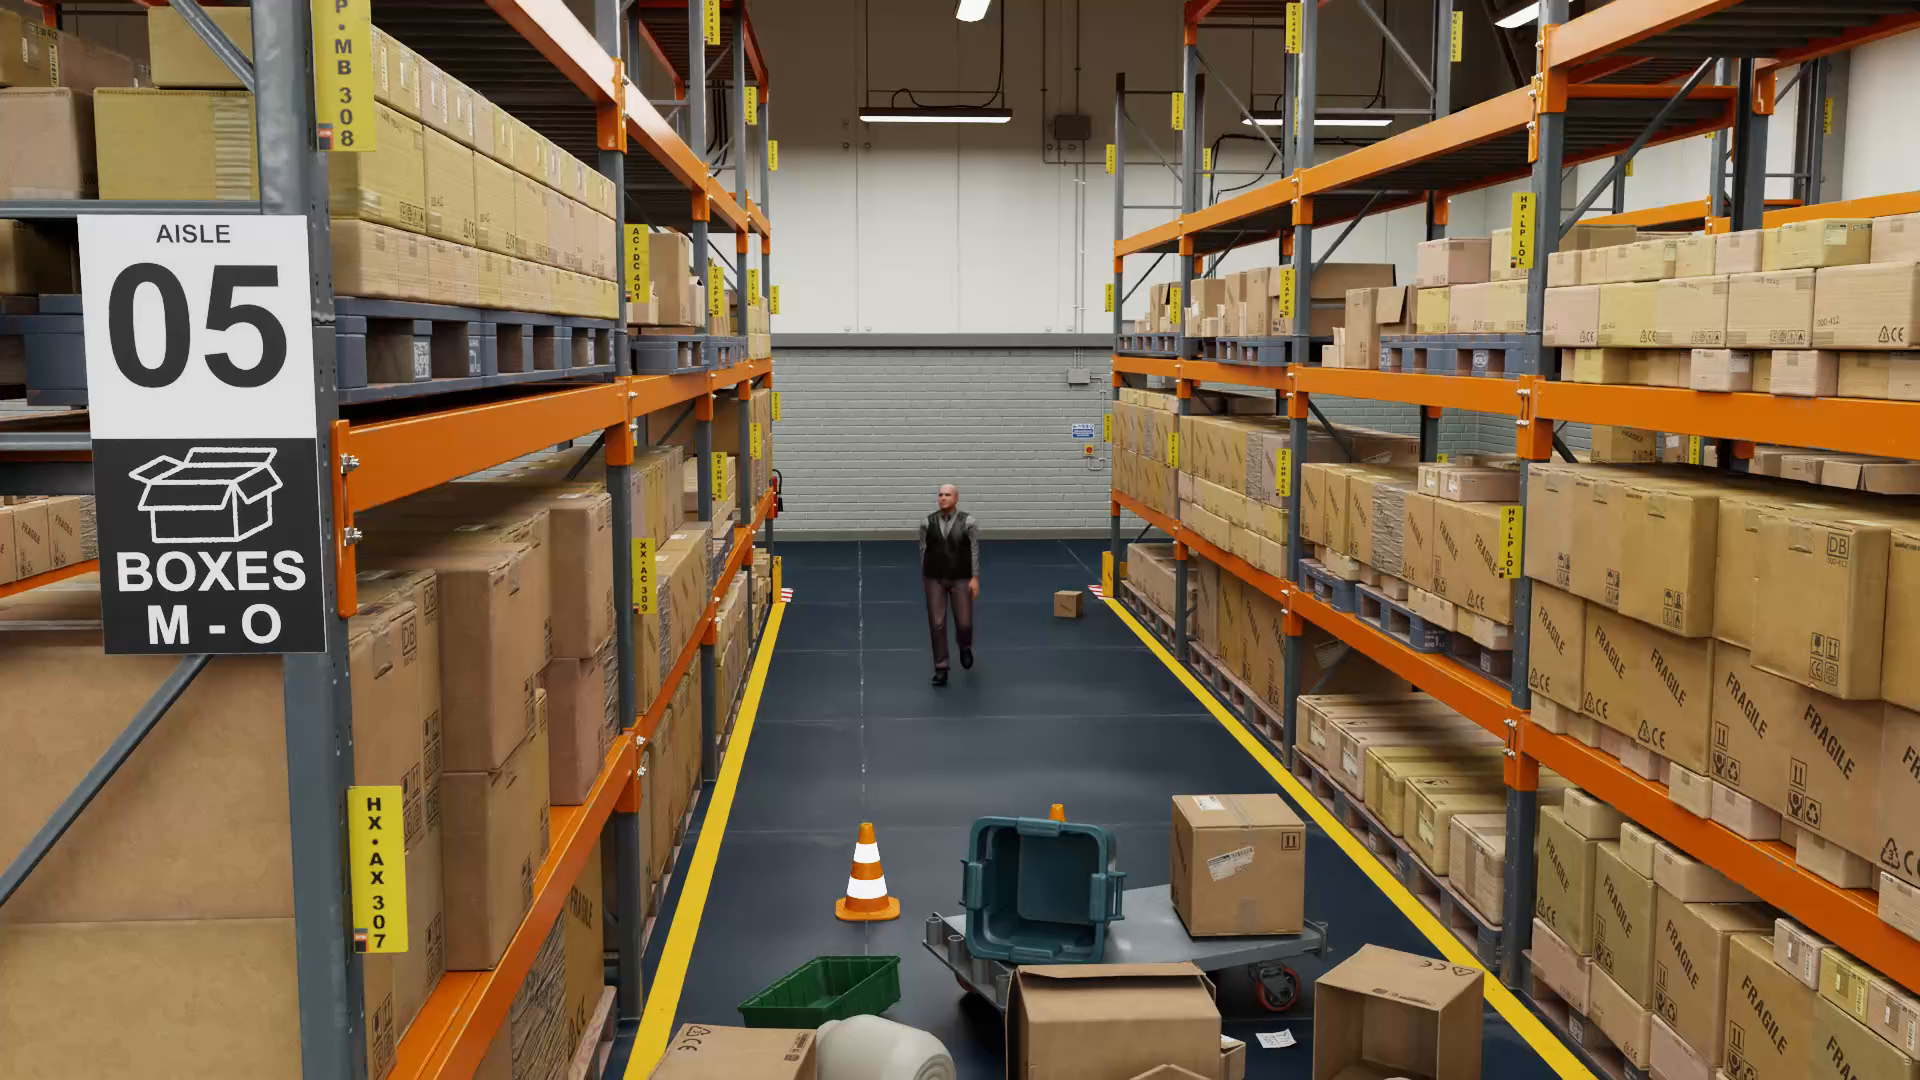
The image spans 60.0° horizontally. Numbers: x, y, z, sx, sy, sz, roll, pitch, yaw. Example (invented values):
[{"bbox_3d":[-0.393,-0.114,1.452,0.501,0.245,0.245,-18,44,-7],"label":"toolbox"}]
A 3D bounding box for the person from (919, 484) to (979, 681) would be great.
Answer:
[{"bbox_3d":[-0.098,0.361,14.611,0.543,1.709,0.597,1,7,8],"label":"person"}]
